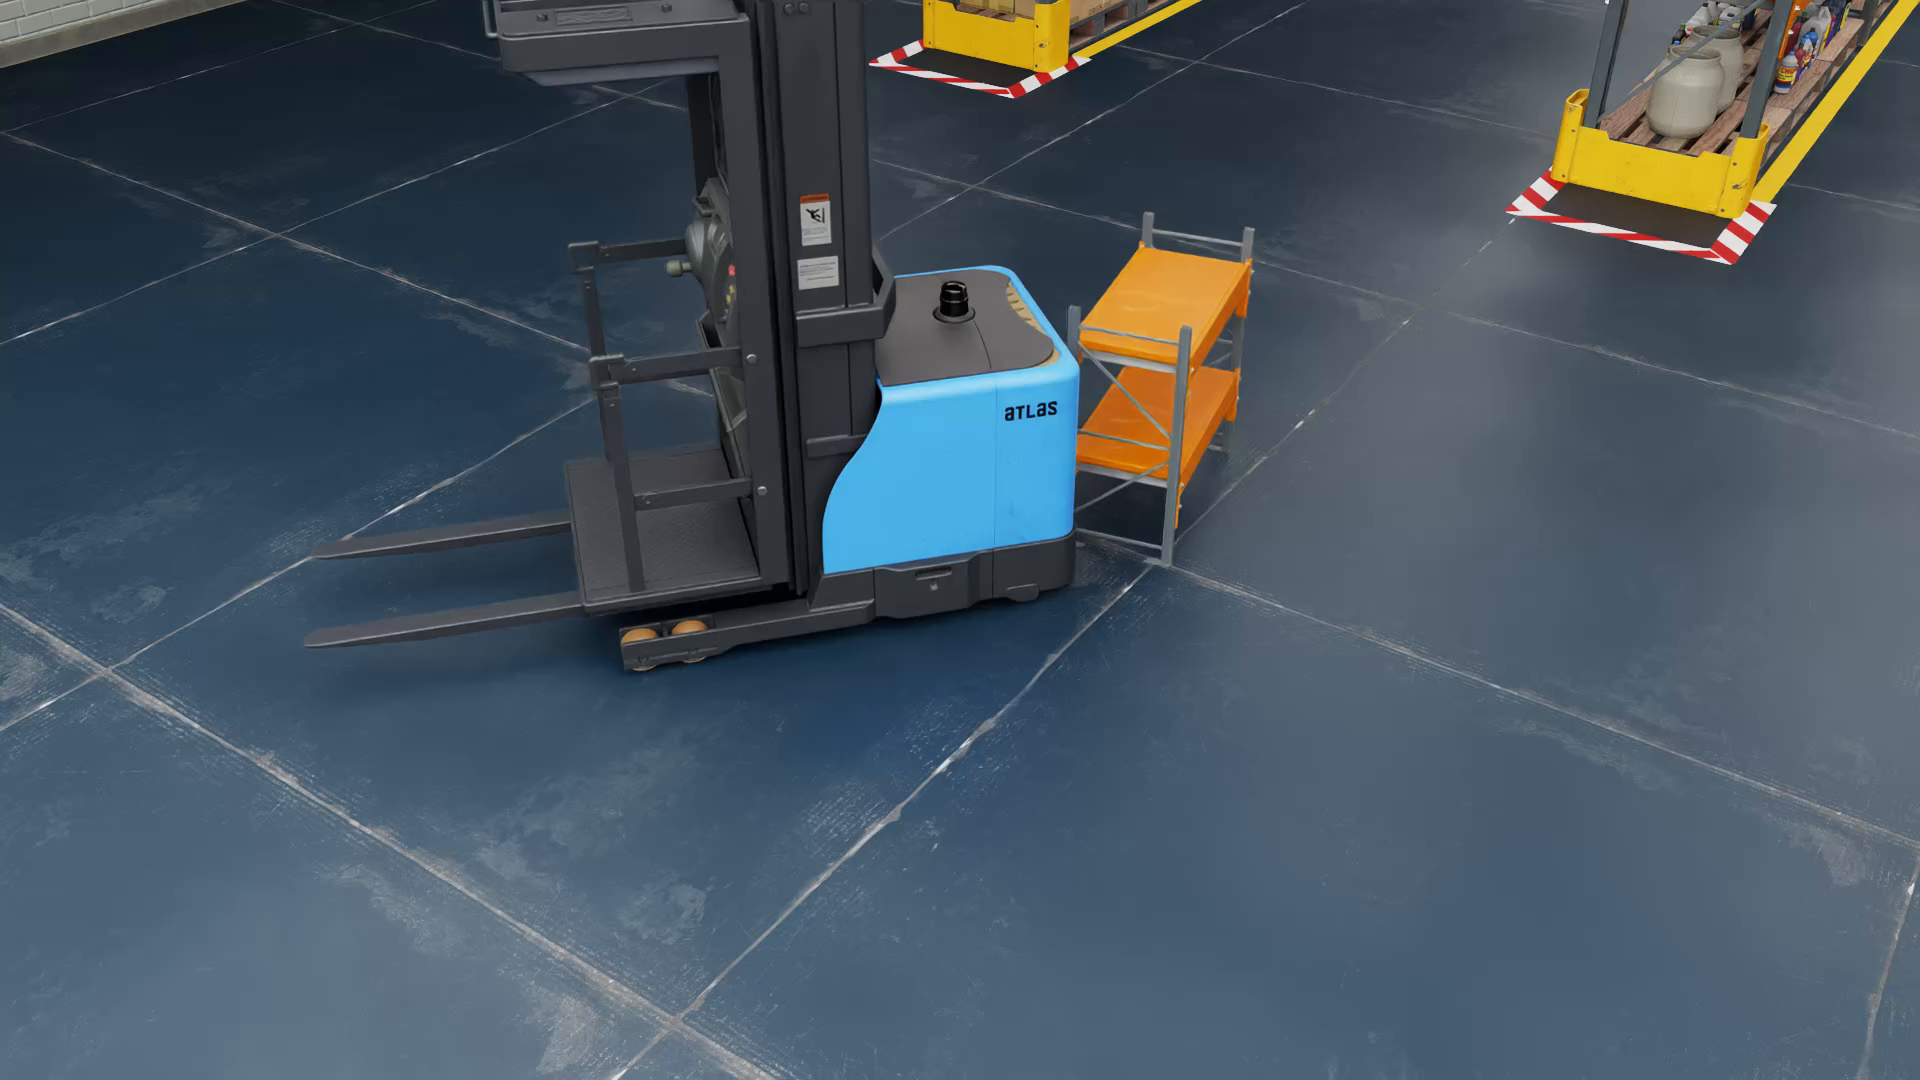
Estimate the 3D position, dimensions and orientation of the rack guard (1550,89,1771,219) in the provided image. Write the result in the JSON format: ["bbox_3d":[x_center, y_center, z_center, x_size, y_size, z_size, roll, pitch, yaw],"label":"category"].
[{"bbox_3d":[4.352,-2.421,10.383,1.175,0.500,0.348,21,39,28],"label":"rack guard"}]

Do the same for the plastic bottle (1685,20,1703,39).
[{"bbox_3d":[5.201,-3.553,11.864,0.152,0.276,0.135,22,40,29],"label":"plastic bottle"}]

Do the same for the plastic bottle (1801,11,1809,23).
[{"bbox_3d":[6.105,-3.700,12.075,0.061,0.283,0.133,21,39,28],"label":"plastic bottle"}]

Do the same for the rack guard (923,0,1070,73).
[{"bbox_3d":[0.267,-3.944,12.635,1.175,0.500,0.348,21,39,28],"label":"rack guard"}]

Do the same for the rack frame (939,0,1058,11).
[{"bbox_3d":[0.280,-4.990,11.951,1.000,3.000,0.127,21,39,28],"label":"rack frame"}]

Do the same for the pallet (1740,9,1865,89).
[{"bbox_3d":[6.211,-3.796,12.675,1.003,0.211,1.213,21,39,28],"label":"pallet"}]

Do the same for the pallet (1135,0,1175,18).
[{"bbox_3d":[1.378,-4.760,14.100,1.003,0.211,1.213,21,39,28],"label":"pallet"}]

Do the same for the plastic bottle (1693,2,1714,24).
[{"bbox_3d":[5.371,-3.725,12.053,0.144,0.351,0.185,23,40,30],"label":"plastic bottle"}]

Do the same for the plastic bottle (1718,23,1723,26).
[{"bbox_3d":[5.495,-3.645,12.067,0.097,0.201,0.097,0,34,0],"label":"plastic bottle"}]

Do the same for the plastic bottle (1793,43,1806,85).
[{"bbox_3d":[5.781,-3.297,11.479,0.061,0.283,0.133,22,40,29],"label":"plastic bottle"}]

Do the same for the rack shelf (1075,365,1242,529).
[{"bbox_3d":[0.859,-0.471,7.379,0.538,0.278,1.000,13,36,18],"label":"rack shelf"}]

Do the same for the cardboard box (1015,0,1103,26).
[{"bbox_3d":[0.769,-4.201,12.864,0.500,0.250,0.500,21,39,28],"label":"cardboard box"}]

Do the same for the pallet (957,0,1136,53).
[{"bbox_3d":[0.682,-4.200,13.273,1.003,0.211,1.213,21,39,28],"label":"pallet"}]

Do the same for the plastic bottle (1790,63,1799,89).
[{"bbox_3d":[5.696,-3.212,11.427,0.097,0.201,0.097,0,34,0],"label":"plastic bottle"}]

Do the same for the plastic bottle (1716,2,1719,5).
[{"bbox_3d":[5.591,-3.916,12.395,0.061,0.283,0.133,23,40,30],"label":"plastic bottle"}]

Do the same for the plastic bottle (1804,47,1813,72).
[{"bbox_3d":[5.946,-3.414,11.725,0.097,0.201,0.097,0,34,0],"label":"plastic bottle"}]

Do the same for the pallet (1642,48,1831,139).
[{"bbox_3d":[5.516,-3.232,11.841,1.003,0.211,1.213,21,39,28],"label":"pallet"}]

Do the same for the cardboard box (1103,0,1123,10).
[{"bbox_3d":[1.051,-4.432,13.206,0.500,0.250,0.500,21,39,28],"label":"cardboard box"}]

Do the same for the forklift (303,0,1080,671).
[{"bbox_3d":[-1.101,-1.033,6.160,3.031,2.935,1.130,-9,35,-13],"label":"forklift"}]

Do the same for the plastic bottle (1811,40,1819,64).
[{"bbox_3d":[6.063,-3.508,11.865,0.097,0.201,0.097,0,34,0],"label":"plastic bottle"}]

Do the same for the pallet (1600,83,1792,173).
[{"bbox_3d":[4.820,-2.673,11.015,1.003,0.211,1.213,21,39,28],"label":"pallet"}]

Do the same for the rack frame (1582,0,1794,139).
[{"bbox_3d":[4.347,-3.406,9.609,1.000,3.000,0.127,21,39,28],"label":"rack frame"}]

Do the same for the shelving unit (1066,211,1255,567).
[{"bbox_3d":[0.859,-0.673,7.242,0.538,1.125,1.048,13,36,18],"label":"shelving unit"}]

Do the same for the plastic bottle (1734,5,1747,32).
[{"bbox_3d":[5.843,-3.955,12.463,0.097,0.271,0.097,0,34,0],"label":"plastic bottle"}]

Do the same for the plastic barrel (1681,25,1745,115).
[{"bbox_3d":[4.946,-3.108,11.014,0.421,0.512,0.421,0,34,0],"label":"plastic barrel"}]

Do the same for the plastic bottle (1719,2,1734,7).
[{"bbox_3d":[5.719,-4.006,12.468,0.144,0.351,0.185,20,39,26],"label":"plastic bottle"}]

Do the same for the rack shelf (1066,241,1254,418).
[{"bbox_3d":[0.859,-0.916,7.078,0.538,0.278,1.000,13,36,18],"label":"rack shelf"}]

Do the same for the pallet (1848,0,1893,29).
[{"bbox_3d":[7.044,-4.466,13.665,1.003,0.211,1.213,21,39,28],"label":"pallet"}]

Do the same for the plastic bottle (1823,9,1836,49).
[{"bbox_3d":[6.330,-3.739,12.134,0.061,0.283,0.133,24,41,31],"label":"plastic bottle"}]

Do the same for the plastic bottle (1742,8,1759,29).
[{"bbox_3d":[5.945,-4.047,12.529,0.144,0.351,0.185,21,39,28],"label":"plastic bottle"}]

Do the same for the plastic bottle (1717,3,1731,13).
[{"bbox_3d":[5.666,-3.894,12.373,0.097,0.271,0.097,0,34,0],"label":"plastic bottle"}]

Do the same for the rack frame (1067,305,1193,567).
[{"bbox_3d":[0.668,-0.410,6.852,0.500,1.125,0.032,13,36,18],"label":"rack frame"}]

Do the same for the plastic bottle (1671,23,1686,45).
[{"bbox_3d":[5.086,-3.508,11.792,0.061,0.283,0.133,22,40,29],"label":"plastic bottle"}]

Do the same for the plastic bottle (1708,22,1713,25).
[{"bbox_3d":[5.288,-3.522,11.813,0.061,0.283,0.133,21,39,28],"label":"plastic bottle"}]

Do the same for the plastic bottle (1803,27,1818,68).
[{"bbox_3d":[6.005,-3.490,11.776,0.097,0.271,0.097,0,34,0],"label":"plastic bottle"}]

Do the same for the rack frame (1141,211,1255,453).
[{"bbox_3d":[1.050,-0.937,7.632,0.500,1.125,0.032,13,36,18],"label":"rack frame"}]

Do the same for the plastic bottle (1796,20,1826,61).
[{"bbox_3d":[6.108,-3.602,11.938,0.152,0.276,0.135,22,40,29],"label":"plastic bottle"}]

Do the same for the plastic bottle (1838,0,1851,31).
[{"bbox_3d":[6.625,-3.977,12.486,0.061,0.283,0.133,23,41,30],"label":"plastic bottle"}]

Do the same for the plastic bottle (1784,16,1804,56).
[{"bbox_3d":[6.020,-3.639,11.985,0.061,0.283,0.133,21,39,28],"label":"plastic bottle"}]

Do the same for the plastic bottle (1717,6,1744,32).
[{"bbox_3d":[5.613,-3.744,12.147,0.152,0.276,0.135,21,39,28],"label":"plastic bottle"}]

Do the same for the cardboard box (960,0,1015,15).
[{"bbox_3d":[0.343,-4.366,13.109,0.500,0.250,0.500,21,39,28],"label":"cardboard box"}]

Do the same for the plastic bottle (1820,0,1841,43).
[{"bbox_3d":[6.388,-3.855,12.245,0.144,0.351,0.185,19,39,26],"label":"plastic bottle"}]

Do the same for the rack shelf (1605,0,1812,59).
[{"bbox_3d":[5.488,-4.029,11.172,1.077,0.370,4.000,21,39,28],"label":"rack shelf"}]

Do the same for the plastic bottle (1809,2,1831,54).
[{"bbox_3d":[6.204,-3.707,12.025,0.144,0.351,0.185,21,39,28],"label":"plastic bottle"}]

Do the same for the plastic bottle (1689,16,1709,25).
[{"bbox_3d":[5.280,-3.617,11.959,0.152,0.276,0.135,20,39,27],"label":"plastic bottle"}]

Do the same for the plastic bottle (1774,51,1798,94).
[{"bbox_3d":[5.637,-3.193,11.337,0.097,0.271,0.097,0,34,0],"label":"plastic bottle"}]

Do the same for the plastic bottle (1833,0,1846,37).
[{"bbox_3d":[6.498,-3.944,12.376,0.144,0.351,0.185,20,39,27],"label":"plastic bottle"}]

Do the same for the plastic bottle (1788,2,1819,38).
[{"bbox_3d":[6.252,-3.860,12.319,0.152,0.276,0.135,21,39,28],"label":"plastic bottle"}]

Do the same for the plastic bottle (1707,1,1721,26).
[{"bbox_3d":[5.477,-3.811,12.179,0.144,0.351,0.185,21,39,28],"label":"plastic bottle"}]

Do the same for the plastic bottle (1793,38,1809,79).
[{"bbox_3d":[5.833,-3.351,11.570,0.097,0.271,0.097,0,34,0],"label":"plastic bottle"}]

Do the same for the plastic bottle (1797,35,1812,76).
[{"bbox_3d":[5.890,-3.397,11.638,0.097,0.271,0.097,0,34,0],"label":"plastic bottle"}]

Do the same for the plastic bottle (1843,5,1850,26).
[{"bbox_3d":[6.677,-4.004,12.598,0.097,0.201,0.097,0,34,0],"label":"plastic bottle"}]

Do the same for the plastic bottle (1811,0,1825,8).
[{"bbox_3d":[6.379,-3.990,12.444,0.144,0.351,0.185,21,39,28],"label":"plastic bottle"}]

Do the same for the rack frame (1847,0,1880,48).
[{"bbox_3d":[6.628,-5.247,12.331,1.000,3.000,0.127,21,39,28],"label":"rack frame"}]

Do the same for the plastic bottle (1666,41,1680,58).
[{"bbox_3d":[5.034,-3.415,11.727,0.097,0.201,0.097,0,34,0],"label":"plastic bottle"}]

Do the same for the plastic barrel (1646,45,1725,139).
[{"bbox_3d":[4.660,-2.877,10.673,0.421,0.512,0.421,0,34,0],"label":"plastic barrel"}]
